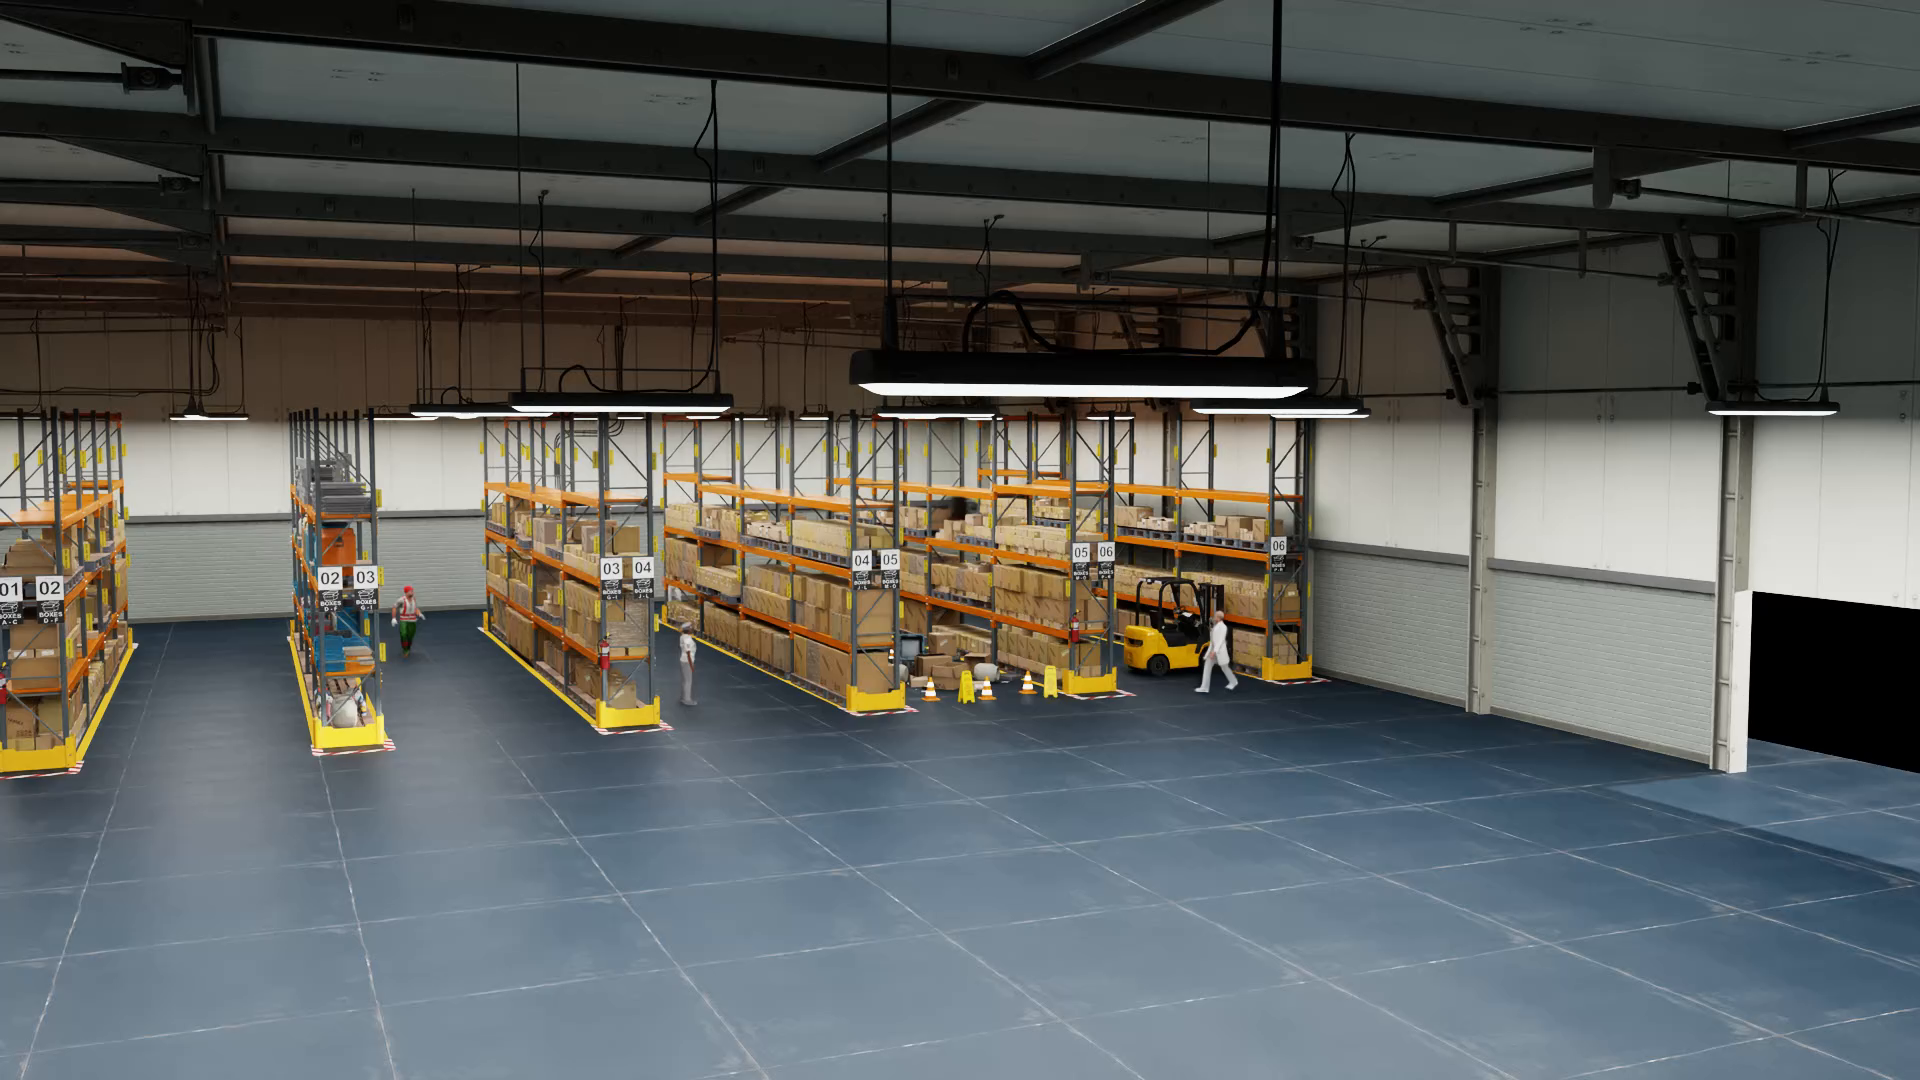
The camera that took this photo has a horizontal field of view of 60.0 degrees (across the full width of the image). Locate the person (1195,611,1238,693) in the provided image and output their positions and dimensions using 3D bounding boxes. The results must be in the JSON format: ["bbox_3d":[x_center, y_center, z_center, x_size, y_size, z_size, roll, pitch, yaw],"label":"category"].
[{"bbox_3d":[5.483,2.373,35.371,1.146,1.735,0.524,-4,6,-44],"label":"person"}]

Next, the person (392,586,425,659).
[{"bbox_3d":[-13.555,2.027,40.849,0.774,1.809,0.877,-2,4,-23],"label":"person"}]

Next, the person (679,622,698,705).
[{"bbox_3d":[-5.550,2.529,33.927,0.407,1.732,0.527,0,4,-5],"label":"person"}]

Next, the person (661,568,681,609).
[{"bbox_3d":[-8.515,1.394,49.330,0.666,1.768,0.586,-1,4,-17],"label":"person"}]
